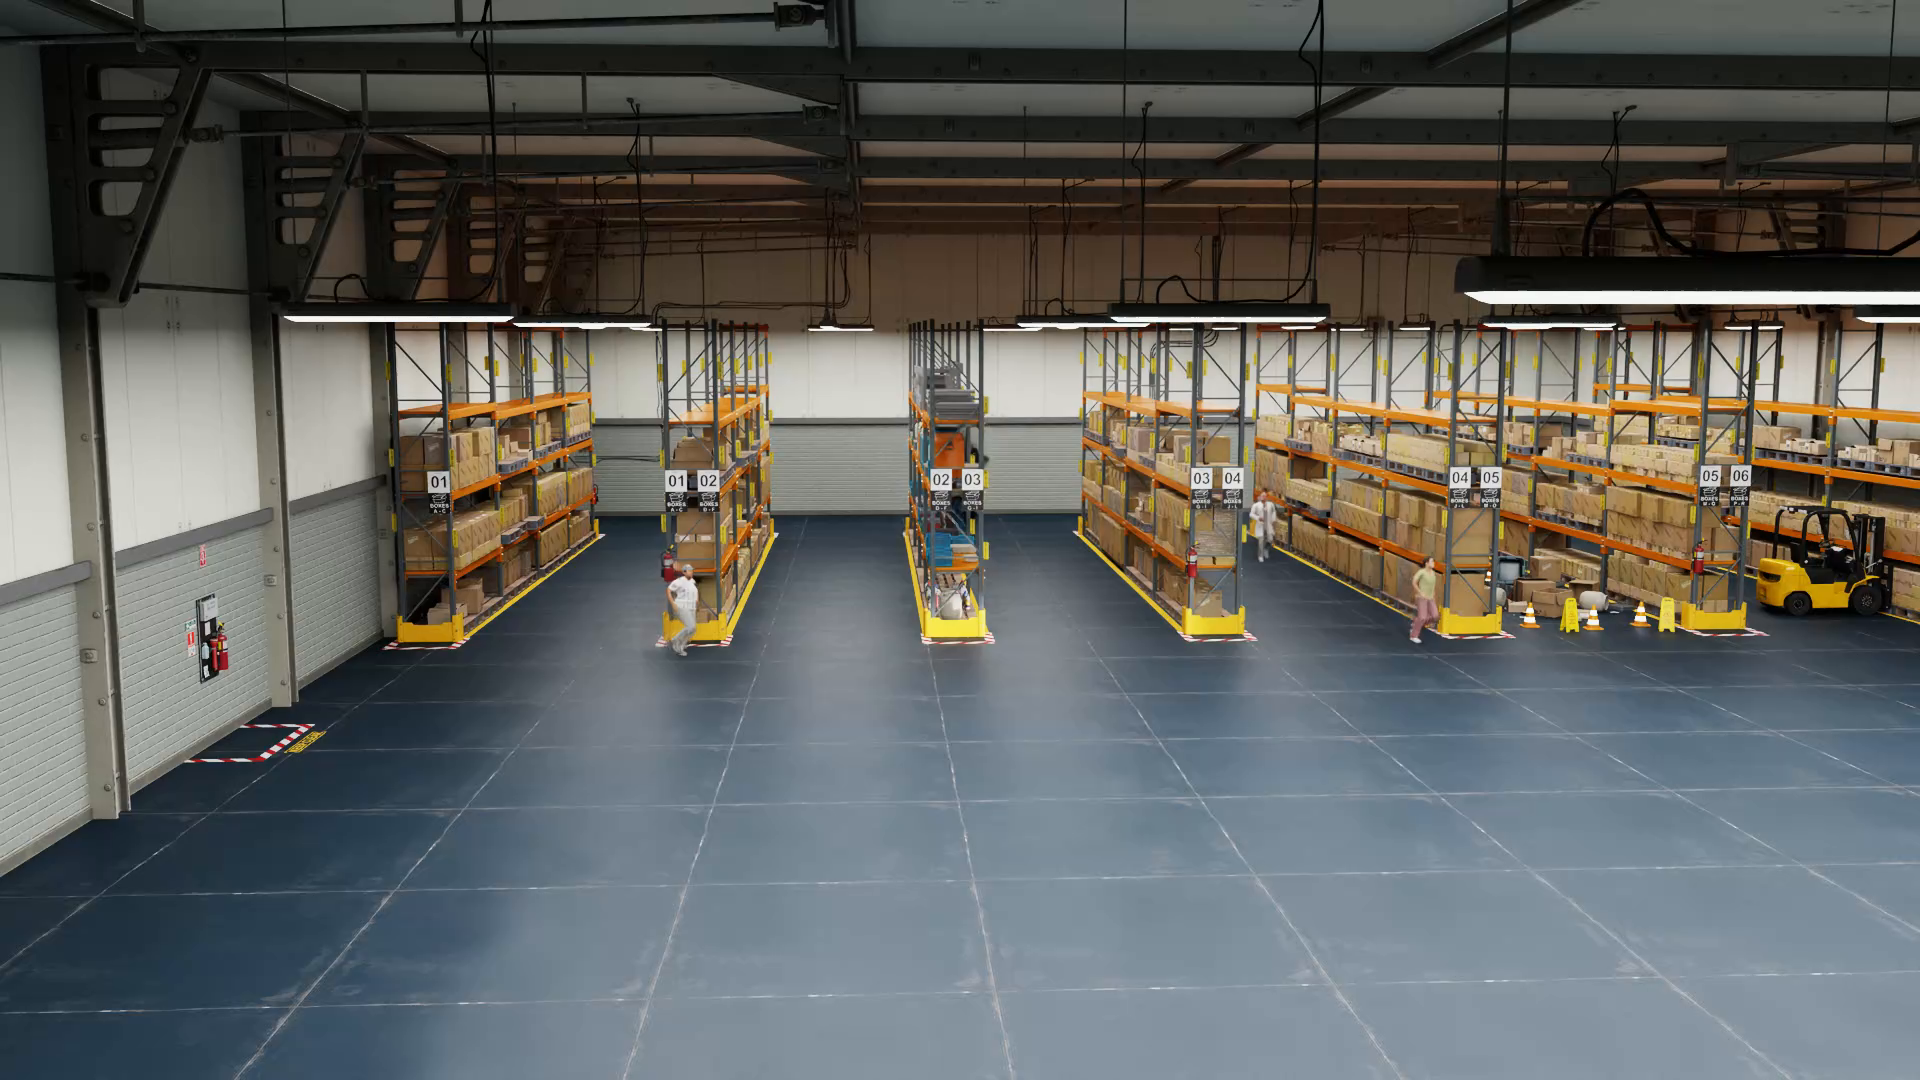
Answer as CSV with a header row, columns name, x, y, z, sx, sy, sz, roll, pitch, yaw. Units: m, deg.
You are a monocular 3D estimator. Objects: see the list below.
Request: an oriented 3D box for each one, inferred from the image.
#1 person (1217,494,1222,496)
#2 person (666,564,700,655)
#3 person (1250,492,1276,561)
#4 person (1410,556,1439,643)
name,x,y,z,sx,sy,sz,roll,pitch,yaw
person,7.345,-1.121,48.534,0.836,1.768,0.701,4,8,31
person,-4.883,1.256,29.848,0.531,1.630,0.618,4,8,27
person,7.676,-0.321,41.971,0.733,1.747,0.646,-1,7,-6
person,8.724,1.096,31.102,0.631,1.616,0.527,-4,8,-31
